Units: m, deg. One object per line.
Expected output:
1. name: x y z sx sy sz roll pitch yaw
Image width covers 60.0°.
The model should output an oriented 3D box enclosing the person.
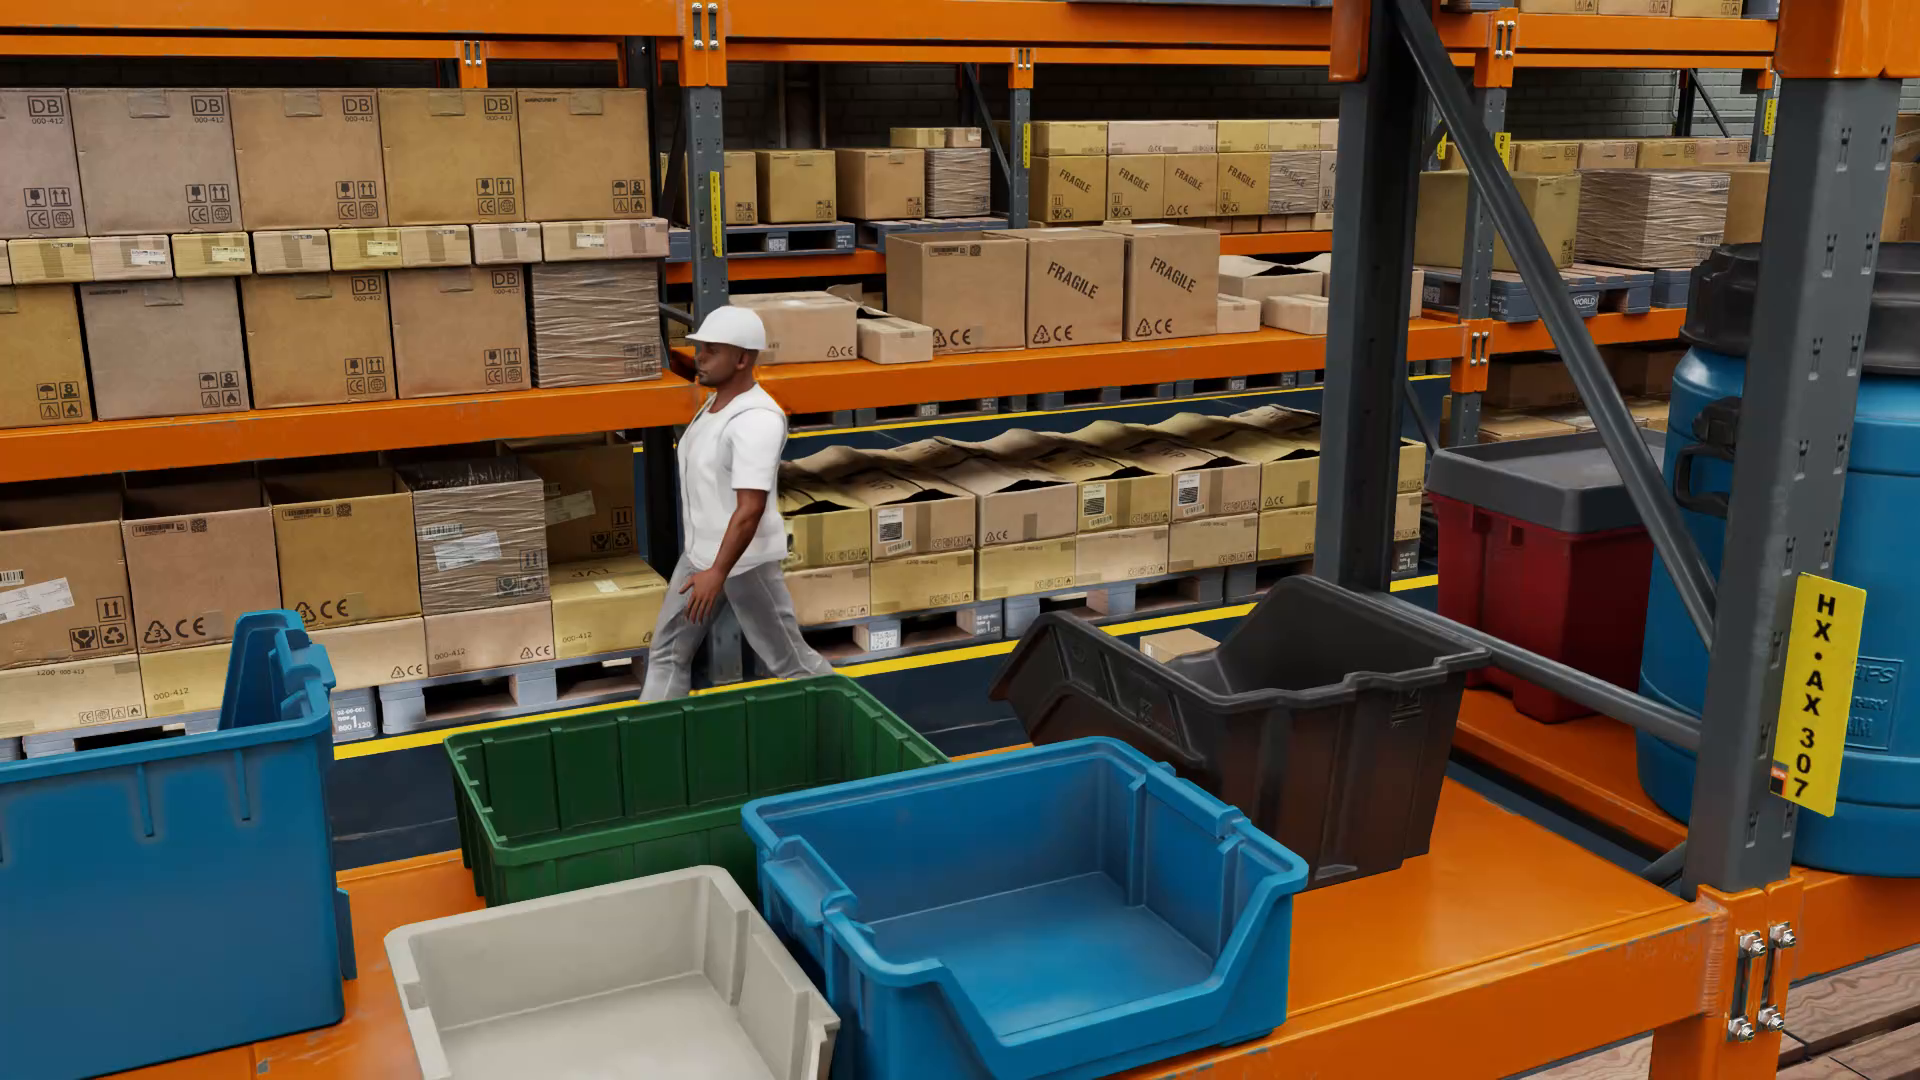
1. person: -0.844 0.051 5.795 1.084 1.712 0.607 -9 17 -29
